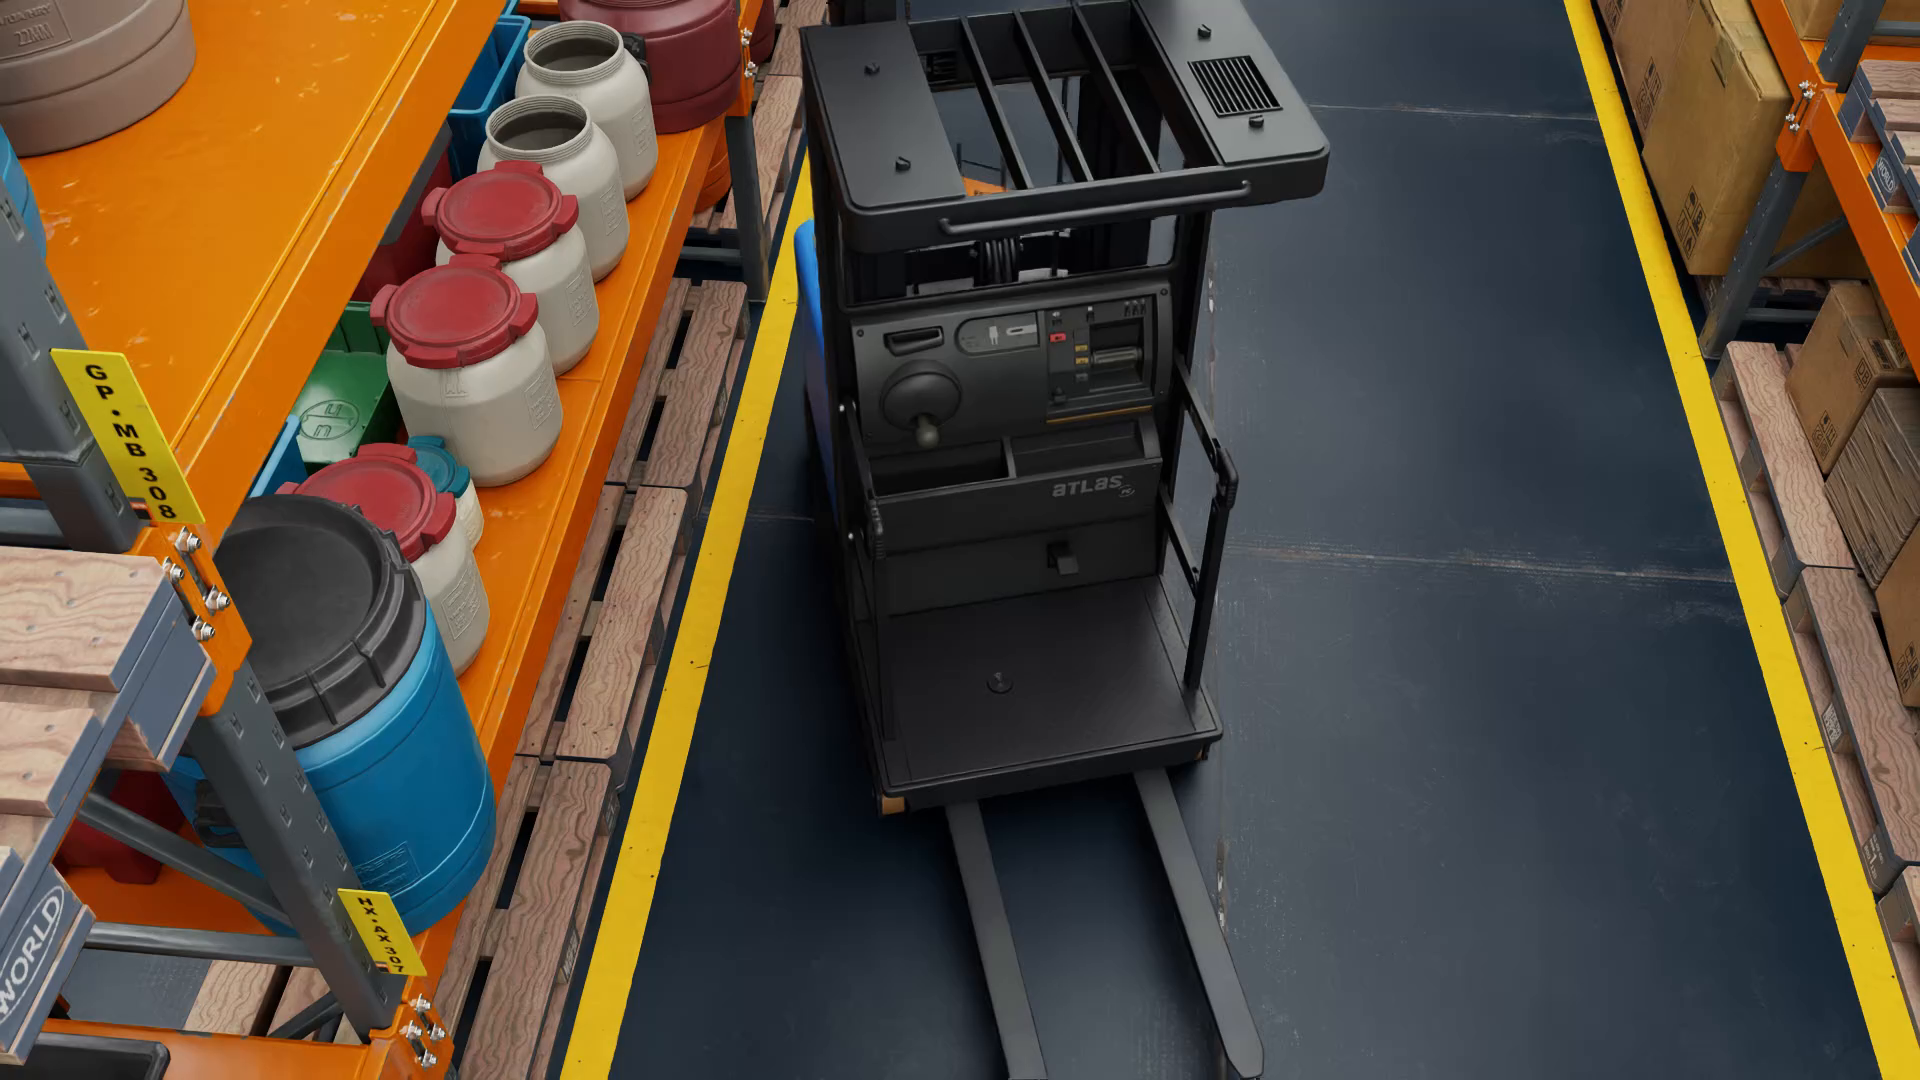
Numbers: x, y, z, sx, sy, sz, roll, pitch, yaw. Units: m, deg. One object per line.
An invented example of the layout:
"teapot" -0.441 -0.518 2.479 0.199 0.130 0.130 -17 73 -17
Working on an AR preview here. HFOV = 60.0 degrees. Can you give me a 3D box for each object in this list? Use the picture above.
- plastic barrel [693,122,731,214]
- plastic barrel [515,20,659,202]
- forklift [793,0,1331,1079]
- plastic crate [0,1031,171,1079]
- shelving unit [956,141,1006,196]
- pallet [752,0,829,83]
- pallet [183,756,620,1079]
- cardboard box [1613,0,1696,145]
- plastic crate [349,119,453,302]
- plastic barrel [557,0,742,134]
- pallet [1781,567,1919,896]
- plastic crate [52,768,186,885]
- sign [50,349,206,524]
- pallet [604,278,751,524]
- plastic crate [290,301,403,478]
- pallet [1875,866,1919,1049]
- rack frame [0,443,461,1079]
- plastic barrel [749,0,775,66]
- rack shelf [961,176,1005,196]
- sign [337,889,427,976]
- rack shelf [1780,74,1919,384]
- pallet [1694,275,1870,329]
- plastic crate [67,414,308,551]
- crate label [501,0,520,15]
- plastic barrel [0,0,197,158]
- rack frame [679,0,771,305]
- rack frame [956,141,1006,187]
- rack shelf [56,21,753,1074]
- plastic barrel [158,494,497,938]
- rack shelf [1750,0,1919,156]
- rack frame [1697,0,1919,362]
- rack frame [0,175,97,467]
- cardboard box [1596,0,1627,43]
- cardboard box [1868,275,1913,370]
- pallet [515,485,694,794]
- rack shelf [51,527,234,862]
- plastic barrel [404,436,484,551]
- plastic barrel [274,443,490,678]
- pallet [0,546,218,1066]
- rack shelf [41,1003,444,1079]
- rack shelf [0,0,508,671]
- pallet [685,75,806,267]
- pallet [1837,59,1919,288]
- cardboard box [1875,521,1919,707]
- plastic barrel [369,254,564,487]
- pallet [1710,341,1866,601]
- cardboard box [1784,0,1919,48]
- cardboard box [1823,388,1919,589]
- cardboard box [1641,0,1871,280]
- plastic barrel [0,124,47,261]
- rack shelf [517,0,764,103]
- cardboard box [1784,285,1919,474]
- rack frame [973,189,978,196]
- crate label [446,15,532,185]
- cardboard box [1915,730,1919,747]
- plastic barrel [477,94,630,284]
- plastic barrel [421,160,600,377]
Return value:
"plastic barrel" -1.303 -1.876 7.119 0.600 0.830 0.708 4 48 4
"plastic barrel" -1.211 -1.374 5.398 0.421 0.512 0.421 0 48 0
"forklift" 0.203 -0.404 4.633 1.130 2.935 3.031 -9 48 -8
"plastic crate" -1.869 1.230 3.134 0.767 0.338 0.504 4 48 4
"shelving unit" 0.027 -1.015 6.466 0.215 1.050 0.252 19 50 17
"pallet" -1.186 -2.641 8.523 1.003 0.211 1.213 4 48 4
"pallet" -1.662 1.194 5.015 1.003 0.211 1.213 4 48 4
"cardboard box" 3.775 -2.358 7.529 1.225 0.875 0.875 4 48 4
"plastic crate" -1.782 -0.961 5.053 0.402 0.464 0.583 4 48 4
"plastic barrel" -1.071 -1.791 5.763 0.600 0.536 0.708 4 48 4
"pallet" 3.416 0.636 5.525 1.003 0.211 1.213 4 48 4
"plastic crate" -1.955 0.435 3.776 0.402 0.464 0.583 4 48 4
"sign" -1.148 -0.137 2.304 0.100 0.325 0.005 4 48 4
"pallet" -1.439 -0.599 6.654 1.003 0.211 1.213 4 48 4
"plastic crate" -1.817 -0.394 4.721 0.450 0.188 0.662 4 48 4
"pallet" 3.307 1.535 4.703 1.003 0.211 1.213 4 48 4
"rack frame" -1.695 0.833 3.455 1.000 3.000 0.127 4 48 4
"plastic barrel" -1.200 -2.625 7.967 0.600 0.588 0.708 4 48 4
"rack shelf" 0.026 -1.200 6.265 0.215 0.259 0.240 19 50 17
"sign" -1.148 0.785 3.312 0.100 0.325 0.005 4 48 4
"rack shelf" 3.420 -0.061 4.760 1.077 0.370 4.000 4 48 4
"pallet" 3.749 -1.406 7.393 1.003 0.211 1.213 4 48 4
"plastic crate" -1.904 0.007 4.222 0.392 0.384 0.575 4 48 4
"crate label" -1.742 -1.766 5.945 0.303 0.233 0.416 4 48 4
"plastic barrel" -1.805 -1.217 2.958 0.600 0.901 0.600 0 48 0
"rack frame" -1.330 -2.106 6.144 1.000 3.000 0.127 4 48 4
"rack frame" 0.079 -1.097 6.541 0.200 1.050 0.008 19 50 17
"rack shelf" -1.512 -0.394 5.065 1.077 0.370 4.000 4 48 4
"plastic barrel" -1.358 0.400 3.511 0.600 0.901 0.708 4 48 4
"rack shelf" 3.784 -3.000 7.449 1.077 0.370 4.000 4 48 4
"rack frame" 3.602 -1.773 5.839 1.000 3.000 0.127 4 48 4
"rack frame" -1.695 -1.192 1.242 1.000 3.000 0.127 4 48 4
"cardboard box" 3.848 -3.009 8.125 1.225 0.875 0.875 2 48 2
"cardboard box" 3.571 -0.837 5.870 0.500 0.250 0.500 6 48 5
"pallet" -1.553 0.295 5.837 1.003 0.211 1.213 4 48 4
"rack shelf" -1.877 1.533 1.270 1.077 0.370 4.000 4 48 4
"plastic barrel" -1.421 -0.083 4.387 0.301 0.262 0.301 0 48 0
"plastic barrel" -1.389 0.099 4.035 0.433 0.535 0.433 0 48 0
"pallet" -1.663 0.421 1.927 1.213 0.211 1.003 4 48 4
"rack shelf" -1.877 2.545 2.377 1.077 0.370 4.000 4 48 4
"rack shelf" -1.512 -1.406 3.958 1.077 0.370 4.000 4 48 4
"pallet" -1.300 -1.747 7.705 1.003 0.211 1.213 4 48 4
"pallet" 3.643 -1.178 5.424 1.213 0.211 1.003 4 48 4
"cardboard box" 3.478 0.241 5.393 0.700 0.500 0.500 7 48 7
"plastic barrel" -1.322 -0.440 4.528 0.433 0.535 0.433 0 48 0
"pallet" 3.529 -0.258 6.343 1.003 0.211 1.213 4 48 4
"cardboard box" 3.400 -2.186 6.149 0.500 0.500 0.500 5 48 5
"cardboard box" 3.523 -0.176 5.774 0.700 0.500 0.500 0 48 0
"cardboard box" 3.686 -1.704 6.931 1.225 0.875 0.875 2 48 2
"plastic barrel" -1.865 -0.737 2.519 0.600 0.901 0.708 4 48 4
"rack shelf" -1.148 -3.333 7.753 1.077 0.370 4.000 4 48 4
"cardboard box" 3.561 -0.584 6.148 0.700 0.500 0.500 2 48 1
"rack frame" -0.025 -0.934 6.392 0.200 1.050 0.008 19 50 17
"crate label" -1.690 -1.406 5.480 0.502 0.435 0.616 4 48 4
"cardboard box" 3.428 0.651 5.018 0.700 0.500 0.500 0 48 0
"plastic barrel" -1.250 -1.064 5.115 0.421 0.512 0.421 0 48 0
"plastic barrel" -1.283 -0.758 4.819 0.433 0.535 0.433 0 48 0
